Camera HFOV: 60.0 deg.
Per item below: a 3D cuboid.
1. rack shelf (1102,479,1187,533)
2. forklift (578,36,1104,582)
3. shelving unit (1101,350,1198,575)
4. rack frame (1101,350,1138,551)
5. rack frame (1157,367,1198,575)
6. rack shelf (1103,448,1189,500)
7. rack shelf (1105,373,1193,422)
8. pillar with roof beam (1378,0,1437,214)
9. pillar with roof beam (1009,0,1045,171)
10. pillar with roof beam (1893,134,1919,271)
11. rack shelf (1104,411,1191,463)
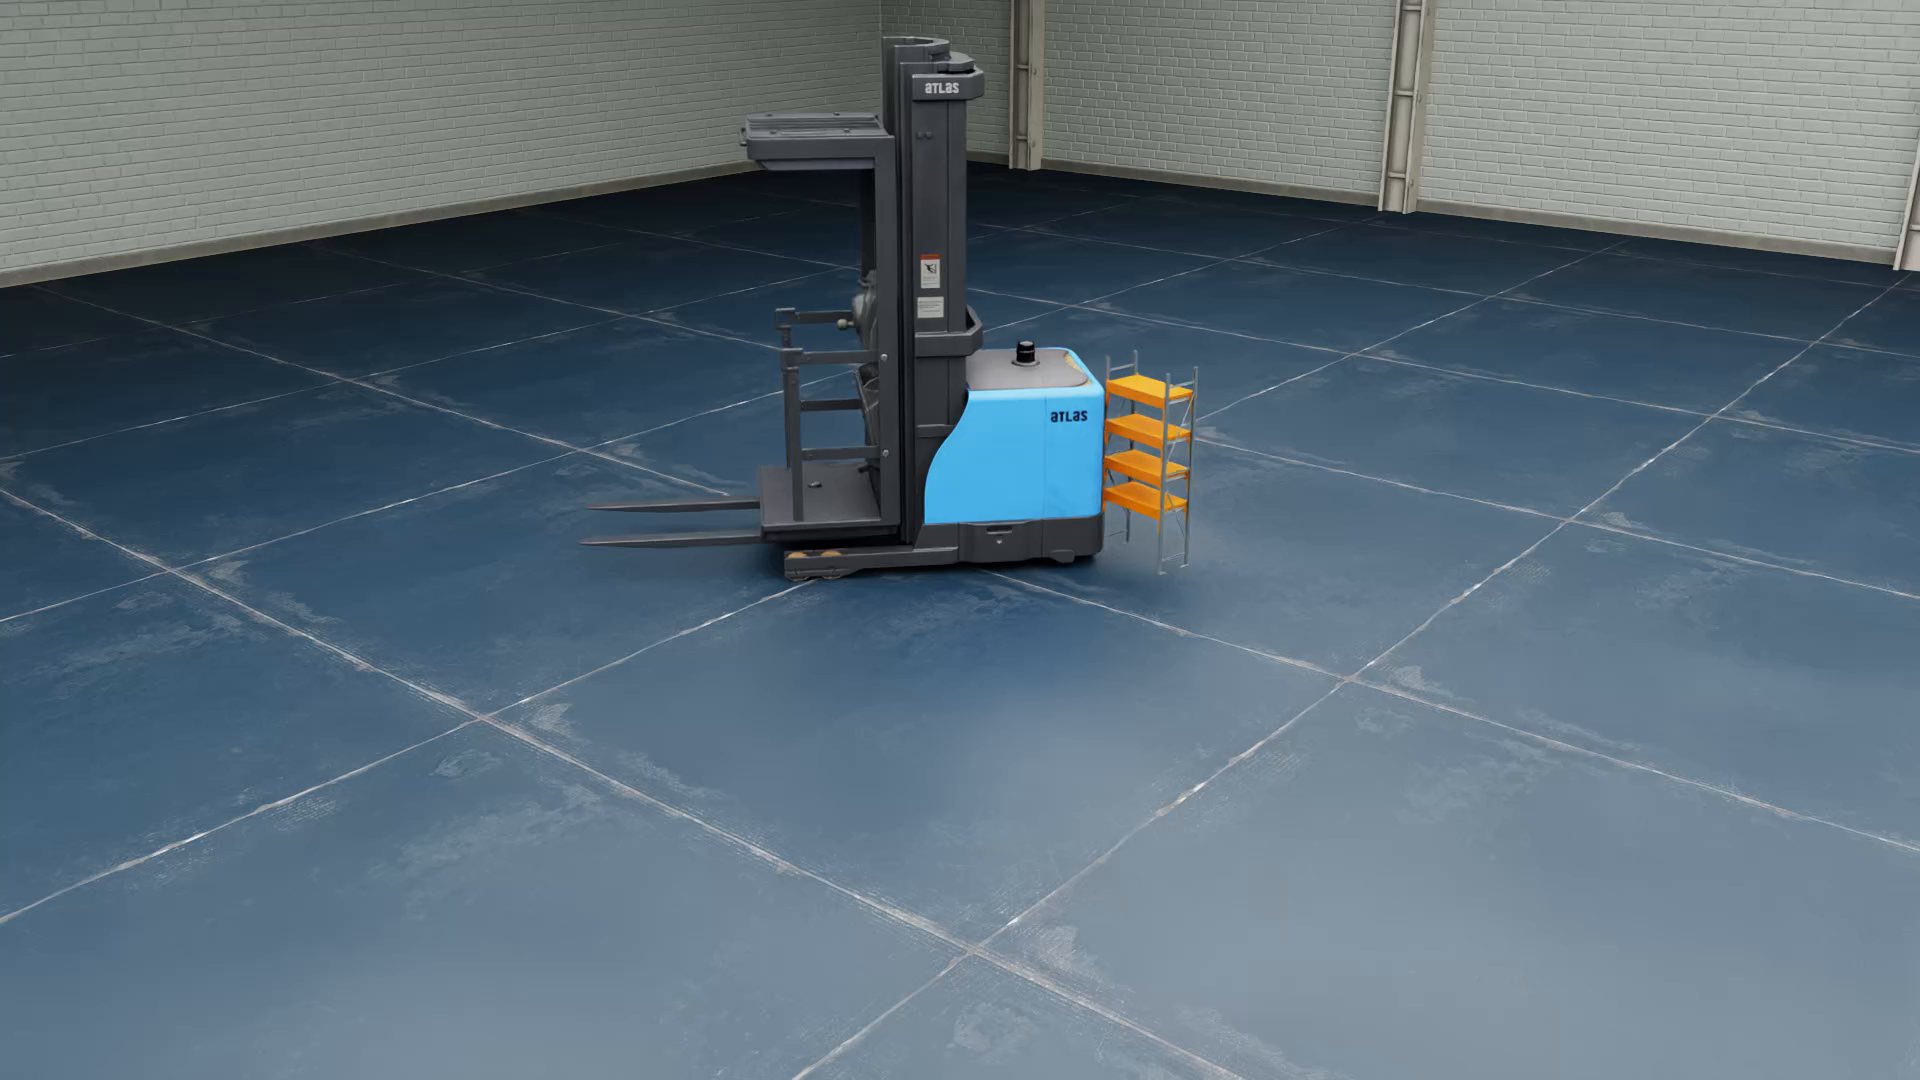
[{"bbox_3d":[1.089,-0.204,9.762,0.258,0.148,0.480,-15,26,-35],"label":"rack shelf"},{"bbox_3d":[-0.721,-1.330,9.541,3.031,2.935,1.130,-3,21,-7],"label":"forklift"},{"bbox_3d":[1.089,-0.453,9.668,0.258,1.200,0.503,-15,26,-35],"label":"shelving unit"},{"bbox_3d":[0.938,-0.520,9.848,0.240,1.200,0.015,-15,26,-35],"label":"rack frame"},{"bbox_3d":[1.240,-0.385,9.488,0.240,1.200,0.015,-15,26,-35],"label":"rack frame"},{"bbox_3d":[1.089,-0.390,9.692,0.258,0.148,0.480,-15,26,-35],"label":"rack shelf"},{"bbox_3d":[1.089,-0.820,9.529,0.258,0.148,0.480,-15,26,-35],"label":"rack shelf"},{"bbox_3d":[2.908,-7.278,16.715,0.400,9.000,9.100,16,26,36],"label":"pillar with roof beam"},{"bbox_3d":[-1.740,-8.617,20.264,0.400,9.000,9.100,16,26,36],"label":"pillar with roof beam"},{"bbox_3d":[7.557,-5.939,13.165,0.400,9.000,9.100,16,26,36],"label":"pillar with roof beam"},{"bbox_3d":[1.089,-0.599,9.613,0.258,0.148,0.480,-15,26,-35],"label":"rack shelf"}]
